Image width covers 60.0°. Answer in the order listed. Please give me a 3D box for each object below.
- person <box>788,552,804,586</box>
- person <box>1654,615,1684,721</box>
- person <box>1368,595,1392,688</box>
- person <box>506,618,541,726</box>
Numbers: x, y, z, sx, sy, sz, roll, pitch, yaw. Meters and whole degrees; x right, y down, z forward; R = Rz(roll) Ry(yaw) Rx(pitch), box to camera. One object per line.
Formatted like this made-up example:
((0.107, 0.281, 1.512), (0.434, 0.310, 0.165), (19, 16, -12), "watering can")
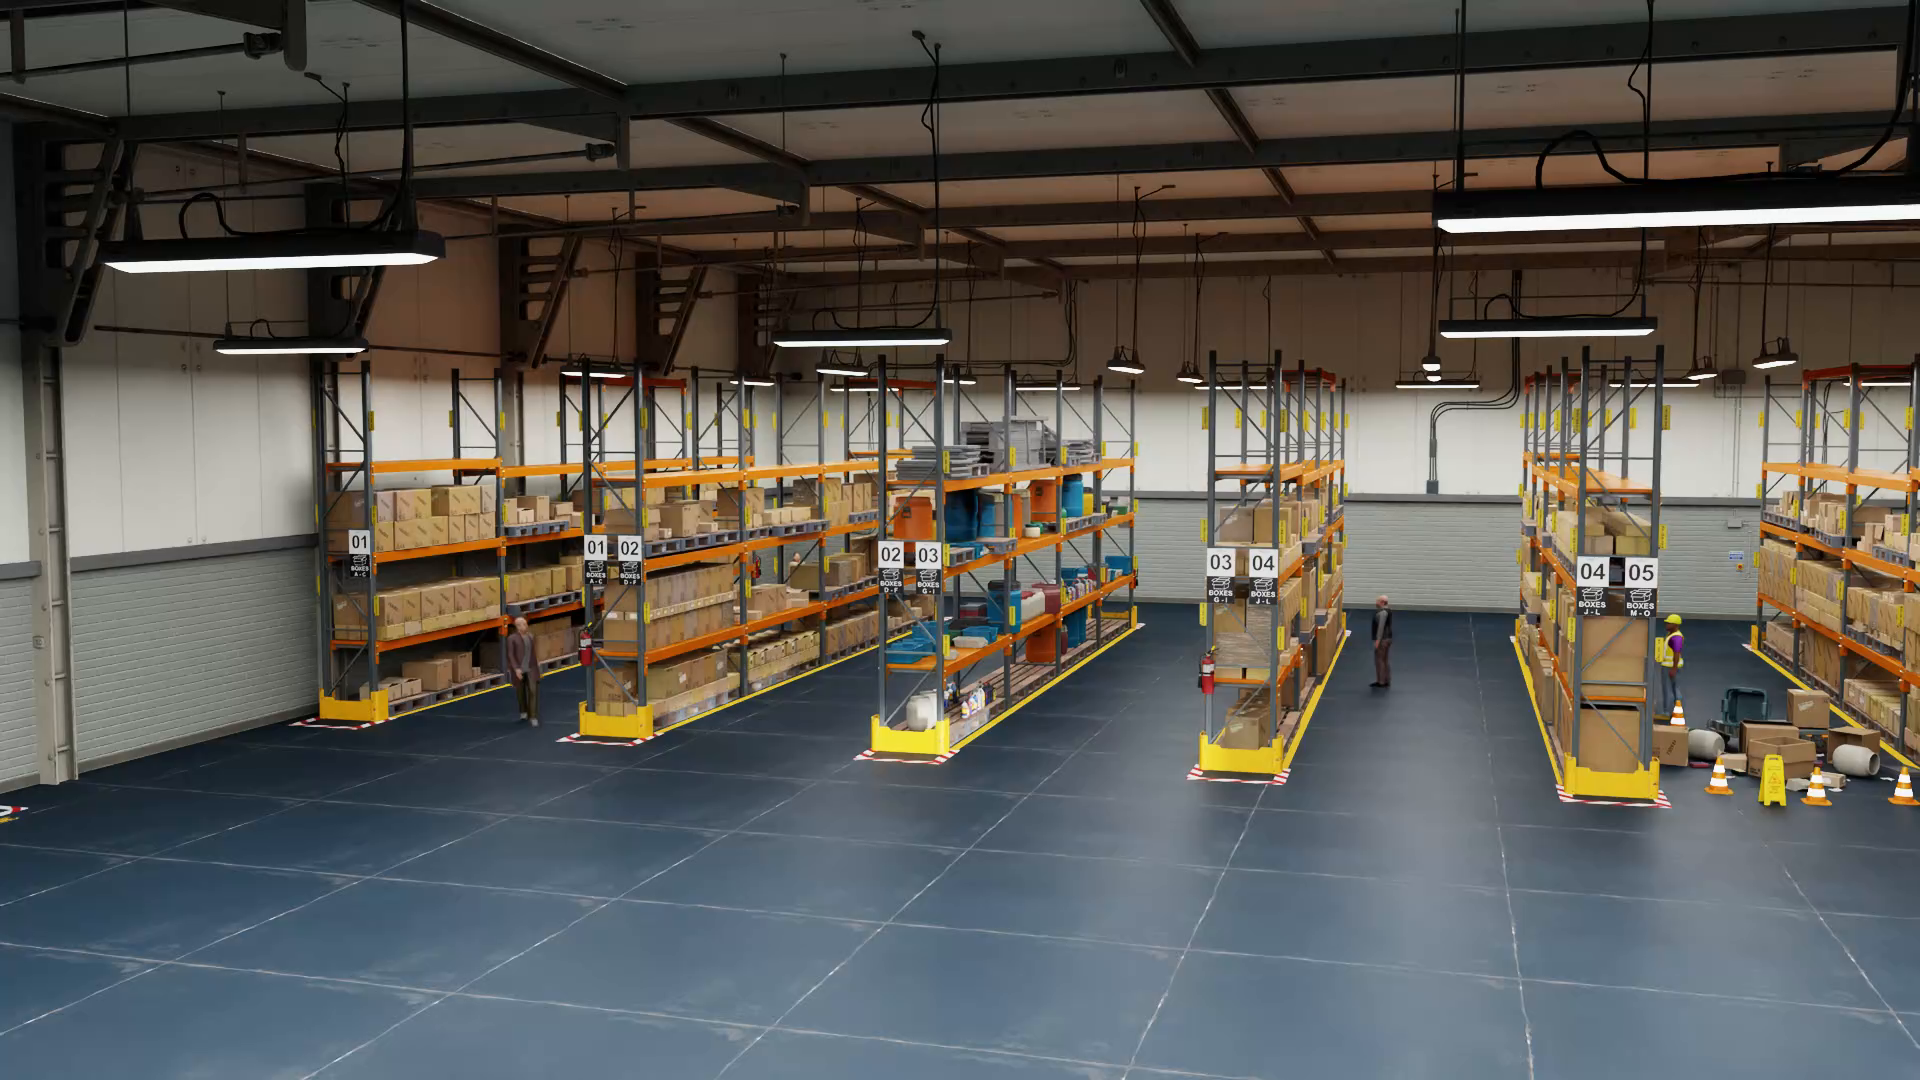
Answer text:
((-4.181, 1.116, 42.826), (0.510, 1.614, 0.973), (0, 4, -7), "person")
((11.927, 2.132, 27.915), (0.462, 1.771, 0.604), (3, 5, 38), "person")
((7.907, 1.902, 31.263), (0.391, 1.734, 0.599), (2, 5, 26), "person")
((-7.189, 2.148, 27.423), (0.545, 1.724, 1.053), (-1, 4, -11), "person")
